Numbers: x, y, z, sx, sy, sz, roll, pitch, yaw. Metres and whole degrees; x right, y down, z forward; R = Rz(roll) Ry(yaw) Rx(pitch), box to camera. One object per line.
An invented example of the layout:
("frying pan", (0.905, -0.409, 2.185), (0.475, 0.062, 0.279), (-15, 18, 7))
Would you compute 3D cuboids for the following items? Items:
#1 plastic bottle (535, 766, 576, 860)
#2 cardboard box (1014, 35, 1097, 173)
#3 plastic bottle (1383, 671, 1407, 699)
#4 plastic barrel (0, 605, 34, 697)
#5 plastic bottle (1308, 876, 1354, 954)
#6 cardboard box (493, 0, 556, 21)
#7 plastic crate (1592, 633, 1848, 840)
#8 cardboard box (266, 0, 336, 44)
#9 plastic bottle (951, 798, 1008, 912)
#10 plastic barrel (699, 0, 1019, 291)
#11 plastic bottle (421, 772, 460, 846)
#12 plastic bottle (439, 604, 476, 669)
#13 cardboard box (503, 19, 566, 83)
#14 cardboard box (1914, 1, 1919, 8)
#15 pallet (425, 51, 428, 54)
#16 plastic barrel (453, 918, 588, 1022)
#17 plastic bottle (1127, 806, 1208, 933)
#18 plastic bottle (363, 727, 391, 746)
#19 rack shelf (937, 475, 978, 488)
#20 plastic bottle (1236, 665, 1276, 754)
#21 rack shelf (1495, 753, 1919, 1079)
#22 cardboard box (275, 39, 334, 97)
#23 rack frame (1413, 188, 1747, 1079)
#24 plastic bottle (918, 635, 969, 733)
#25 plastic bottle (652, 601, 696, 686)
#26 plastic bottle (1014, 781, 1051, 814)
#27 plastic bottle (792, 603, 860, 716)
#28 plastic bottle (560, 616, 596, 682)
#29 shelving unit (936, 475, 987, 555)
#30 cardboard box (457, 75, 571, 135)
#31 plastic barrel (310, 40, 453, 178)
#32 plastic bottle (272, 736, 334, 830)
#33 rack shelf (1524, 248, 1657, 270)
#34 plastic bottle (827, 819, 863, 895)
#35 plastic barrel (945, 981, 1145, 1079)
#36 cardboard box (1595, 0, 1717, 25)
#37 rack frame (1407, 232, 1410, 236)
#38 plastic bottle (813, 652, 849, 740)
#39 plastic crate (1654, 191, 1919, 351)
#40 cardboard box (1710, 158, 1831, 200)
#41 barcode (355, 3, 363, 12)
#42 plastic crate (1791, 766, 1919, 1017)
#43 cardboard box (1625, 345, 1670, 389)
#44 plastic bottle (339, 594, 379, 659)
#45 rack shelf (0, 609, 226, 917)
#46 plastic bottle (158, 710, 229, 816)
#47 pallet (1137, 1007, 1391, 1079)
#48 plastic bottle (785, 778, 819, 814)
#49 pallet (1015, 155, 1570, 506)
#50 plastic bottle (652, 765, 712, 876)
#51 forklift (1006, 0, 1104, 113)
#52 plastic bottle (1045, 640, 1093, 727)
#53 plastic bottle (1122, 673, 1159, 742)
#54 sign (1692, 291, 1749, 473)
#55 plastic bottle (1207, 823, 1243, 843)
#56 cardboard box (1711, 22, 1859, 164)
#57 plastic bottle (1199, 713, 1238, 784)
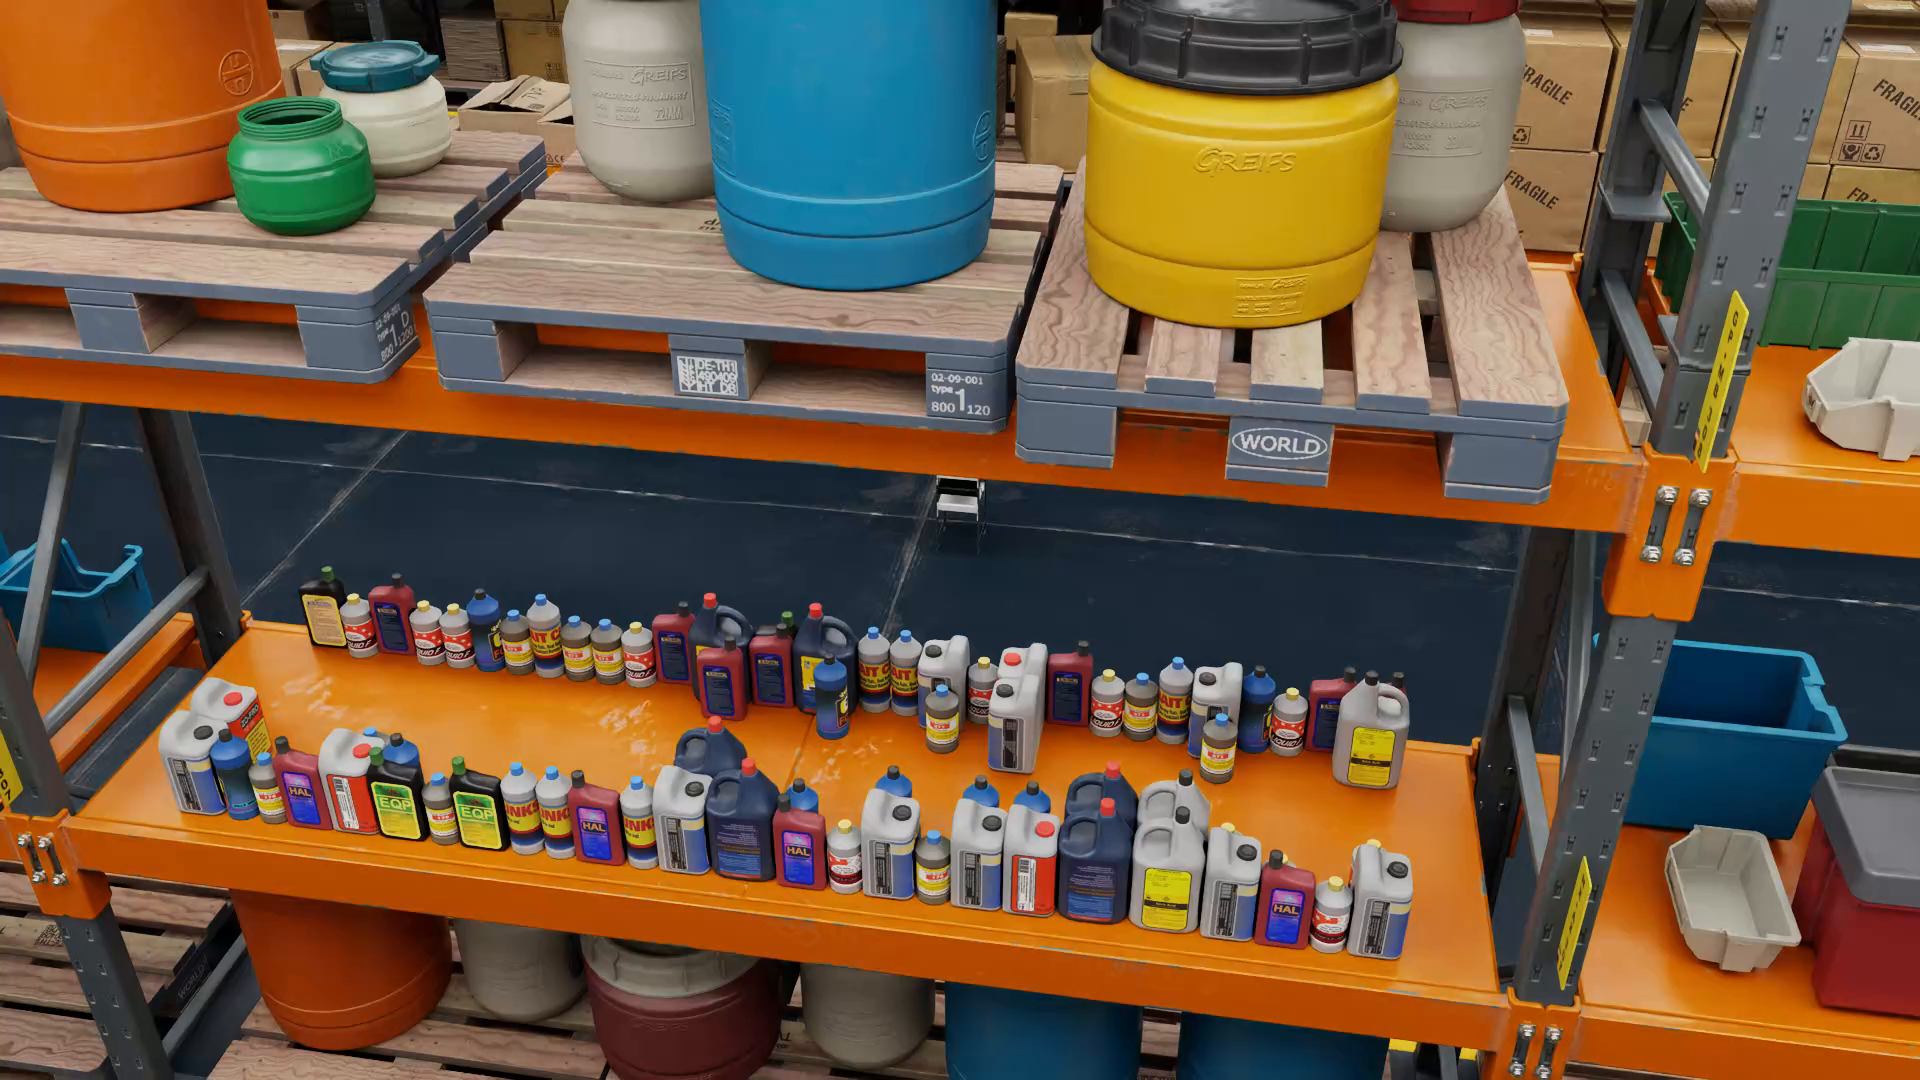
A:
("plastic bottle", (-1.065, 0.713, 4.405), (0.097, 0.271, 0.097), (0, 32, 0))
("cardboard box", (0.570, -2.235, 8.504), (0.500, 0.500, 0.700), (-3, 32, -4))
("plastic bottle", (1.195, 0.494, 4.743), (0.133, 0.283, 0.061), (5, 32, 8))
("plastic barrel", (-2.966, 0.403, 4.651), (0.708, 0.536, 0.600), (5, 32, 8))
("plastic bottle", (0.923, 0.923, 4.136), (0.097, 0.201, 0.097), (0, 32, 0))
("cardboard box", (-3.571, -4.545, 13.919), (0.500, 0.250, 0.500), (5, 32, 7))
("plastic crate", (2.003, 0.545, 4.510), (0.575, 0.384, 0.392), (5, 32, 8))
("cardboard box", (-5.764, -4.394, 14.383), (0.500, 0.500, 0.500), (3, 32, 5))
("plastic bottle", (0.052, 0.797, 4.266), (0.135, 0.276, 0.152), (5, 32, 8))
("plastic barrel", (-0.223, -1.034, 3.379), (0.708, 0.901, 0.600), (5, 32, 8))
("plastic bottle", (-1.388, 0.713, 4.470), (0.097, 0.201, 0.097), (0, 32, 0))
("plastic bottle", (-1.553, 0.290, 5.147), (0.097, 0.201, 0.097), (0, 32, 0))
("cardboard box", (-3.488, -4.245, 14.146), (0.500, 0.500, 0.700), (5, 32, 7))
("cardboard box", (4.863, -2.266, 8.007), (0.500, 0.500, 0.500), (6, 32, 9))
("pallet", (-5.402, -4.054, 14.528), (1.213, 0.211, 1.003), (5, 32, 8))
("plastic barrel", (-1.401, 1.259, 5.361), (0.421, 0.512, 0.421), (0, 32, 0))
("plastic bottle", (0.524, 0.811, 4.174), (0.185, 0.351, 0.144), (5, 32, 8))
("plastic bottle", (-1.627, 0.610, 4.636), (0.097, 0.201, 0.097), (0, 32, 0))
("rack shelf", (0.008, -0.352, 8.028), (0.200, 0.077, 0.258), (5, 32, 8))
("plastic bottle", (0.851, 0.478, 4.781), (0.097, 0.271, 0.097), (0, 32, 0))
("rack shelf", (3.457, 1.184, 4.209), (4.000, 0.370, 1.077), (5, 32, 8))
("cardboard box", (-3.796, -2.477, 9.286), (0.500, 0.500, 0.500), (5, 32, 8))
("rack frame", (1.485, 0.701, 4.303), (0.127, 3.000, 1.000), (5, 32, 8))
("plastic bottle", (-0.048, 0.409, 4.886), (0.135, 0.276, 0.152), (5, 32, 8))
("plastic bottle", (-0.861, 0.308, 5.041), (0.133, 0.283, 0.061), (5, 32, 8))
("plastic bottle", (0.188, 0.745, 4.355), (0.097, 0.271, 0.097), (0, 32, 0))
("plastic bottle", (-0.397, 0.344, 4.920), (0.185, 0.351, 0.144), (5, 32, 8))
("plastic bottle", (-1.169, 0.325, 5.091), (0.097, 0.201, 0.097), (0, 32, 0))
("shelving unit", (0.008, -0.381, 8.010), (0.210, 0.900, 0.258), (5, 32, 8))
("cardboard box", (-2.470, -2.390, 9.325), (0.500, 0.311, 0.500), (5, 32, 8))
("plastic barrel", (-1.376, -1.028, 3.973), (0.301, 0.262, 0.301), (0, 32, 0))
("plastic bottle", (-1.769, 0.654, 4.488), (0.133, 0.283, 0.061), (5, 32, 8))
("rack shelf", (4.294, -1.406, 8.347), (4.000, 0.370, 1.077), (5, 32, 8))
("plastic bottle", (-0.295, 0.812, 4.312), (0.097, 0.201, 0.097), (0, 32, 0))
("plastic barrel", (0.254, 1.291, 4.942), (0.708, 0.901, 0.600), (5, 32, 8))
("cardboard box", (3.370, -2.402, 8.223), (0.500, 0.500, 0.500), (5, 32, 7))
("rack frame", (2.322, -1.890, 8.442), (0.127, 3.000, 1.000), (5, 32, 8))
("plastic bottle", (-0.374, 0.445, 4.834), (0.097, 0.271, 0.097), (0, 32, 0))
("plastic crate", (1.954, -0.601, 3.756), (0.662, 0.188, 0.450), (5, 32, 8))
("cardboard box", (3.777, -1.654, 7.971), (0.500, 0.500, 0.500), (5, 32, 8))
("barcode", (-5.226, -4.631, 14.461), (0.075, 0.075, 0.001), (5, 32, 8))
("plastic crate", (2.323, 0.859, 3.934), (0.583, 0.464, 0.402), (5, 32, 8))
("cardboard box", (3.671, -0.967, 9.087), (0.500, 0.311, 0.500), (5, 32, 8))
("plastic bottle", (-1.877, 0.261, 5.194), (0.097, 0.201, 0.097), (0, 32, 0))
("rack shelf", (-4.429, 0.470, 5.350), (4.000, 0.370, 1.077), (5, 32, 8))
("plastic bottle", (-2.086, 0.604, 4.575), (0.135, 0.276, 0.152), (5, 32, 8))
("pallet", (0.732, 1.792, 5.188), (1.213, 0.211, 1.003), (5, 32, 8))
("plastic bottle", (-0.416, 0.739, 4.364), (0.097, 0.271, 0.097), (0, 32, 0))
("pallet", (0.696, -0.510, 3.588), (1.003, 0.211, 1.213), (5, 32, 8))
("plastic bottle", (-0.719, 0.728, 4.377), (0.135, 0.276, 0.152), (5, 32, 8))
("forklift", (0.467, -2.976, 10.242), (3.031, 2.935, 1.130), (6, 33, 9))
("plastic bottle", (0.320, 0.415, 4.870), (0.133, 0.283, 0.061), (5, 32, 8))
("plastic bottle", (0.527, 0.478, 4.846), (0.097, 0.201, 0.097), (0, 32, 0))
("sign", (1.391, -0.287, 3.046), (0.005, 0.325, 0.100), (5, 32, 8))
("plastic bottle", (0.685, 0.819, 4.301), (0.097, 0.201, 0.097), (0, 32, 0))
("cardboard box", (3.755, -2.075, 7.701), (0.500, 0.500, 0.500), (4, 32, 7))
("plastic bottle", (0.730, 0.578, 4.686), (0.097, 0.201, 0.097), (0, 32, 0))
